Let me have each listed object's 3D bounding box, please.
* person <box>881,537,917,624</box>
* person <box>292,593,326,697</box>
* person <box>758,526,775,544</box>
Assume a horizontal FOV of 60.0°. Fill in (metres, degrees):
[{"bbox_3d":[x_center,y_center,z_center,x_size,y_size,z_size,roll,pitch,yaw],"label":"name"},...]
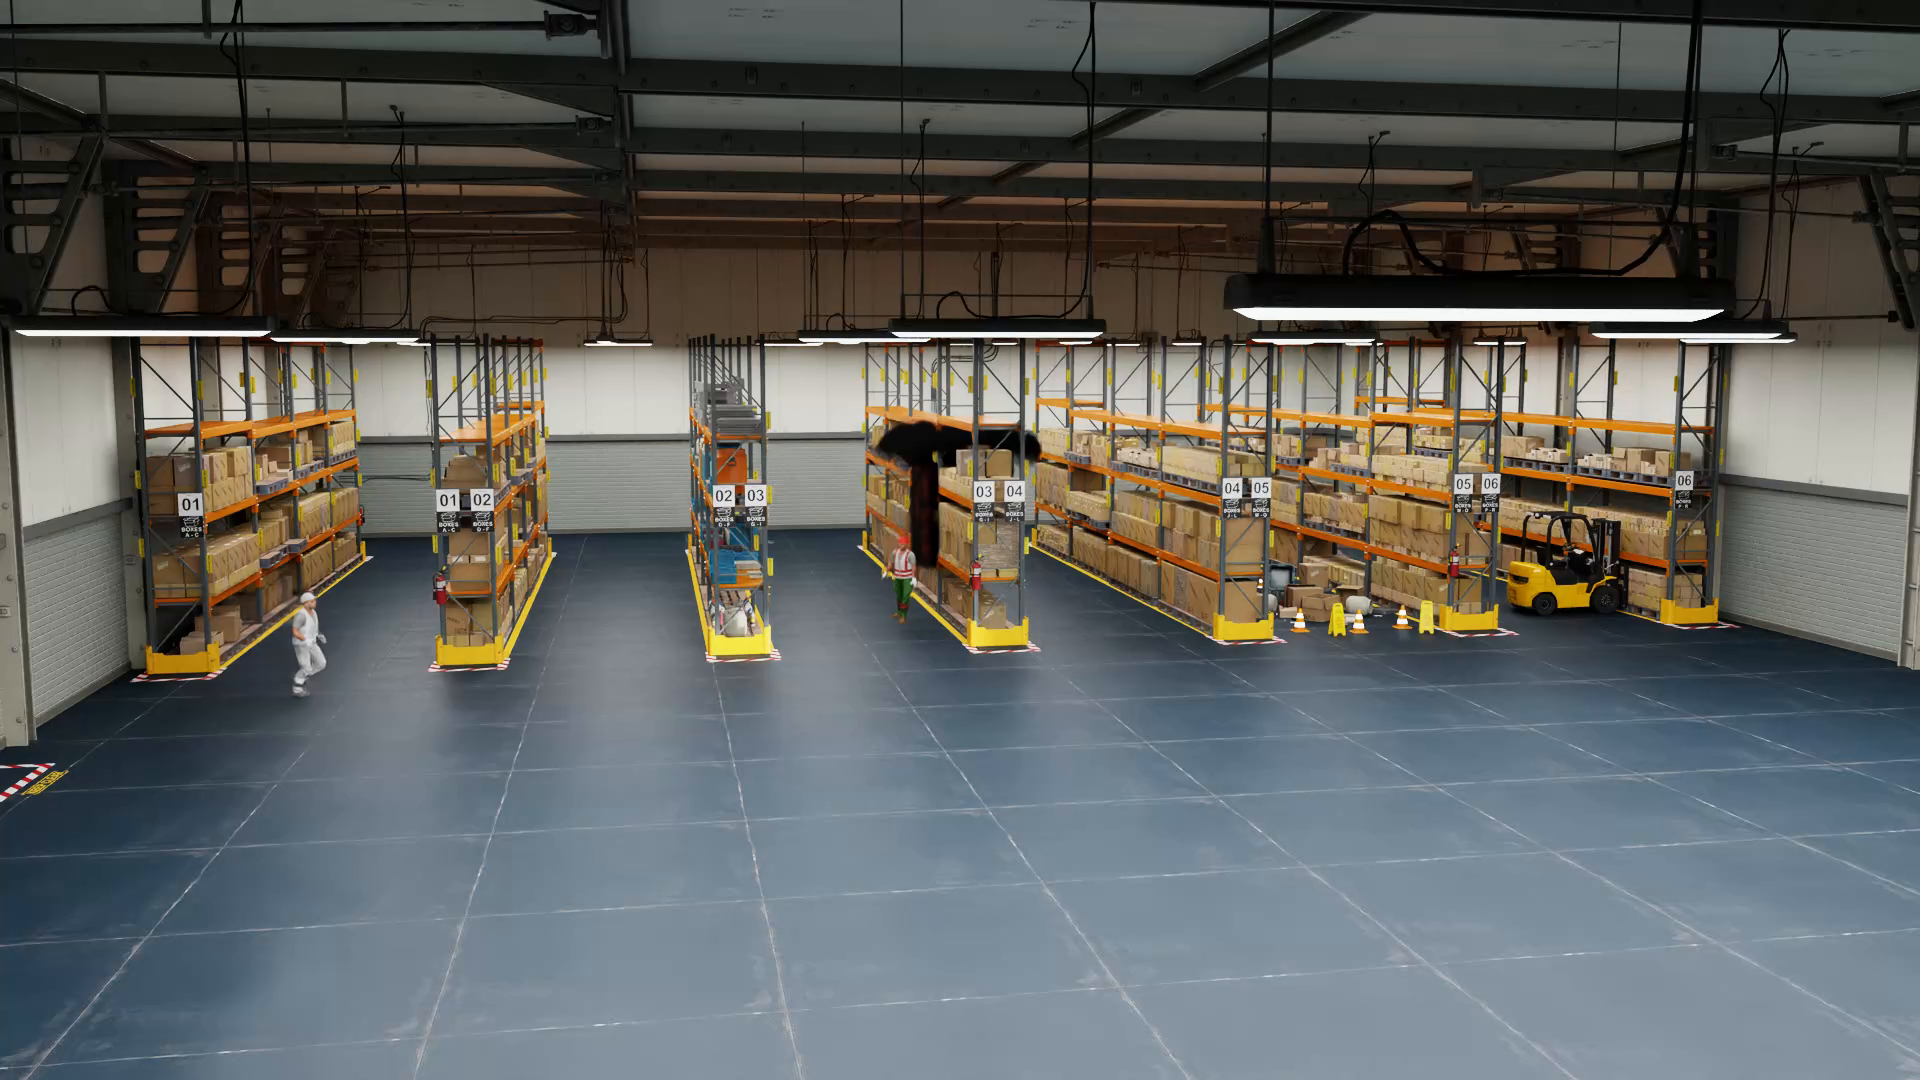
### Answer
[{"bbox_3d":[-1.238,0.803,34.436,0.754,1.776,0.754,3,7,25],"label":"person"},{"bbox_3d":[-10.781,1.724,27.469,0.577,1.729,0.622,1,7,12],"label":"person"},{"bbox_3d":[-5.904,-0.717,48.785,0.964,1.691,0.717,0,7,4],"label":"person"}]
